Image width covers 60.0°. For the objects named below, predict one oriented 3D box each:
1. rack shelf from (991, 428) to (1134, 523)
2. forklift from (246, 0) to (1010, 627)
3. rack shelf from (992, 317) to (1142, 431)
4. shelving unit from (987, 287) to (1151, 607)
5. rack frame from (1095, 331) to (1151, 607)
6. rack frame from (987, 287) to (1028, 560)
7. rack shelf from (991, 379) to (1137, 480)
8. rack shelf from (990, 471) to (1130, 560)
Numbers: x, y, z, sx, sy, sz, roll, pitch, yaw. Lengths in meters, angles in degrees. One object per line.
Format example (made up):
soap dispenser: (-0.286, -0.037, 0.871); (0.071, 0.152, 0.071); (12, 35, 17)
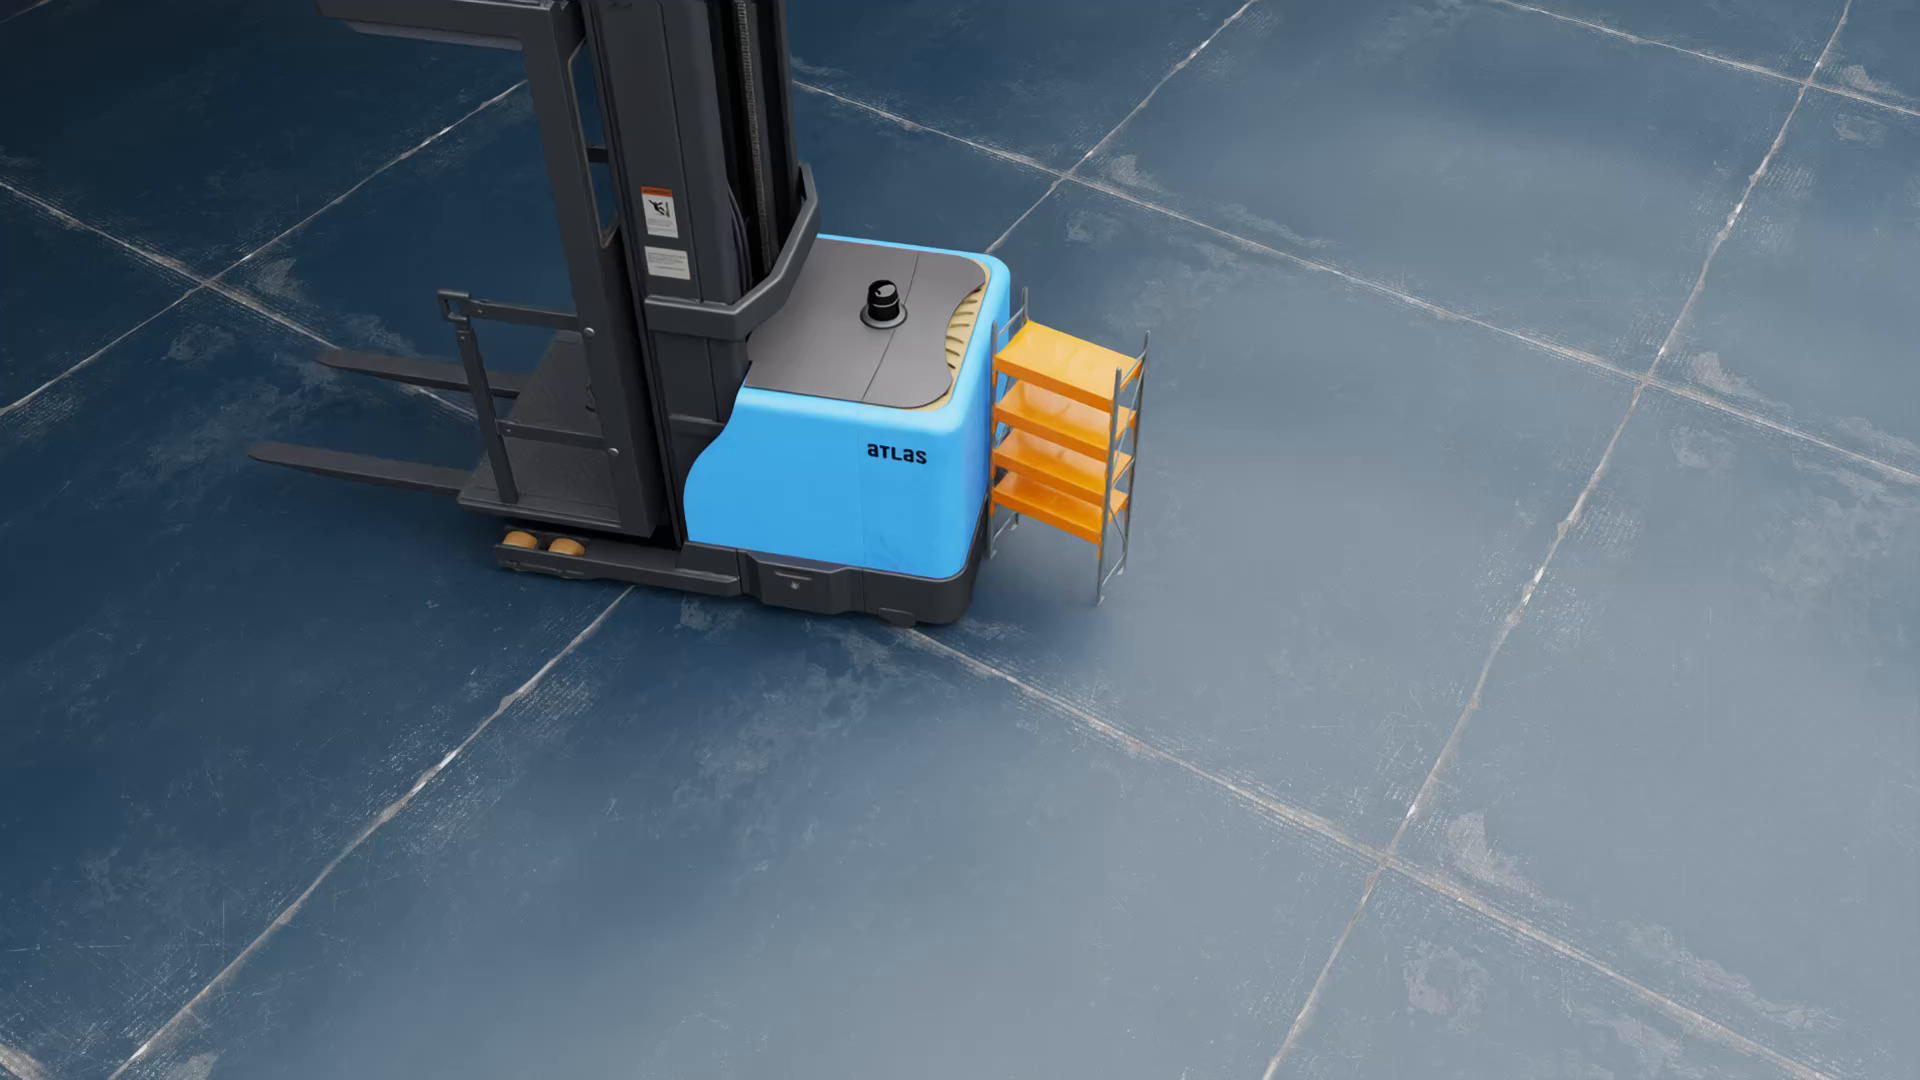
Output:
rack shelf: (0.386, -0.277, 6.276); (0.480, 0.148, 0.258); (23, 50, 21)
forklift: (-1.367, -1.228, 5.900); (3.031, 2.935, 1.130); (9, 46, 8)
rack shelf: (0.386, -0.597, 5.946); (0.480, 0.148, 0.258); (23, 50, 21)
shelving unit: (0.386, -0.324, 6.228); (0.503, 1.200, 0.258); (23, 50, 21)
rack frame: (0.596, -0.234, 6.141); (0.015, 1.200, 0.240); (23, 50, 21)
rack frame: (0.176, -0.413, 6.315); (0.015, 1.200, 0.240); (23, 50, 21)
rack shelf: (0.386, -0.433, 6.116); (0.480, 0.148, 0.258); (23, 50, 21)
rack shelf: (0.386, -0.138, 6.418); (0.480, 0.148, 0.258); (23, 50, 21)
